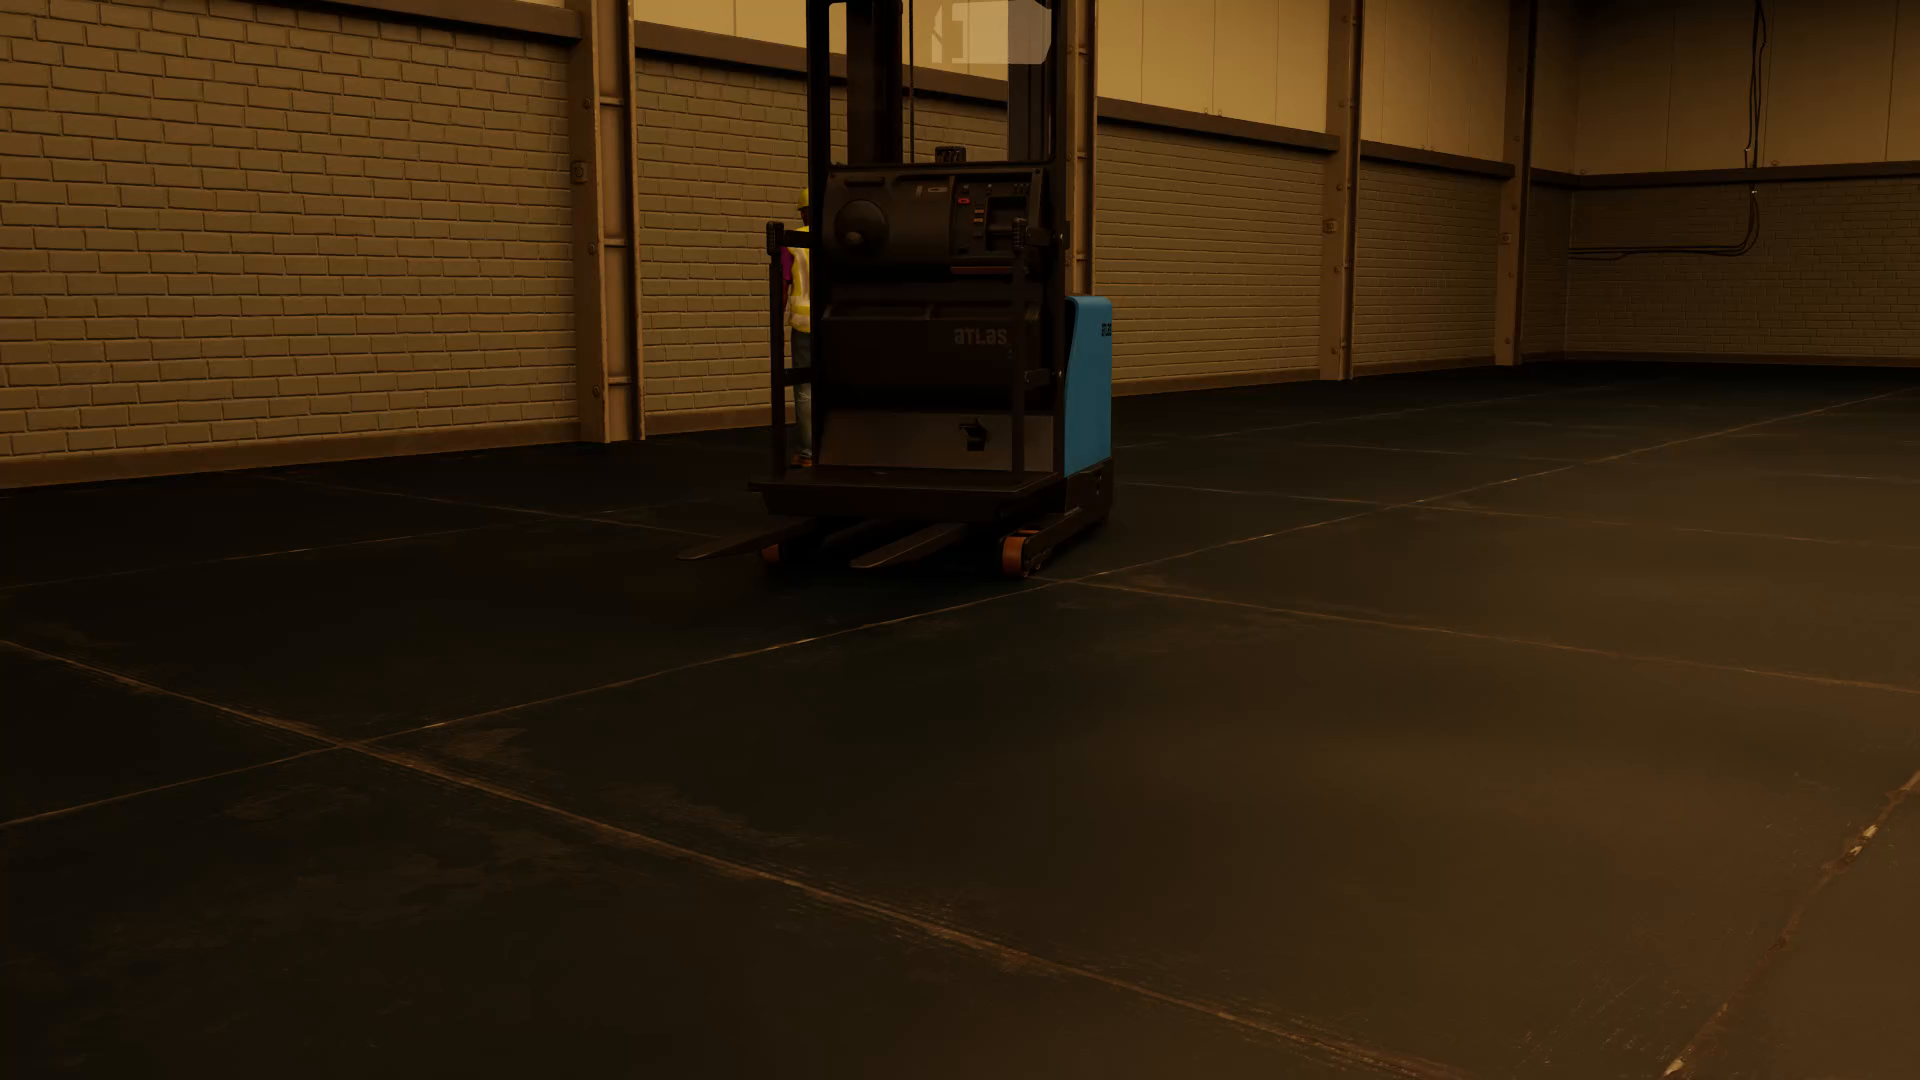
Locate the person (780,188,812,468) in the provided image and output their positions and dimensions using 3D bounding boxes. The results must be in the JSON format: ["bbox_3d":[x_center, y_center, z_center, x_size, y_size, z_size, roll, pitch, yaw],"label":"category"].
[{"bbox_3d":[-0.875,-1.336,10.462,0.636,1.761,0.454,-2,9,-16],"label":"person"}]

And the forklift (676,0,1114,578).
[{"bbox_3d":[-0.176,-1.366,6.616,1.130,2.935,3.031,3,9,17],"label":"forklift"}]
